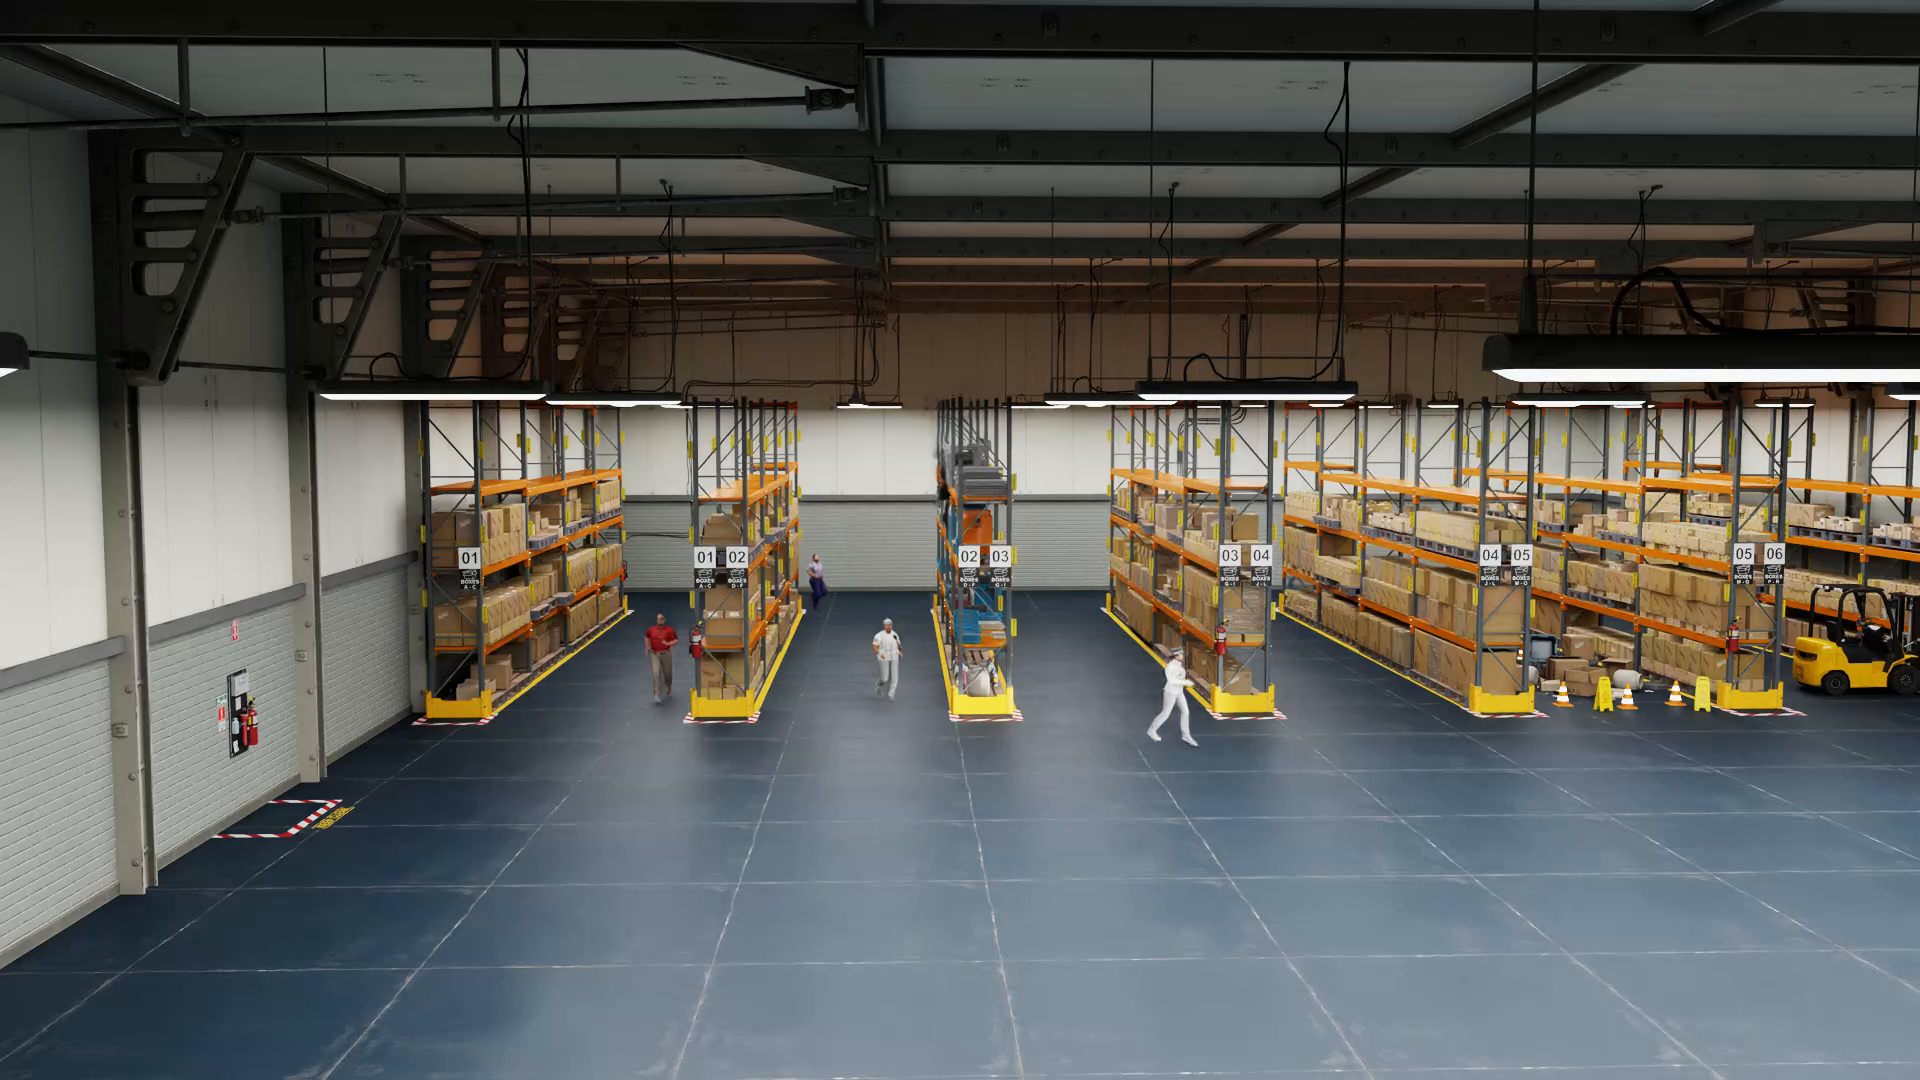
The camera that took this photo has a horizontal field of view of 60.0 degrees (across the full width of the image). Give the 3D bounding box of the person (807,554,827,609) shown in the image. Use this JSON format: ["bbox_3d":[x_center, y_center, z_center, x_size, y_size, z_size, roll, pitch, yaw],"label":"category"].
[{"bbox_3d":[-4.156,1.203,48.273,0.498,1.605,0.658,3,5,36],"label":"person"}]

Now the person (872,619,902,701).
[{"bbox_3d":[-1.427,2.374,32.991,0.605,1.601,0.578,-2,5,-23],"label":"person"}]

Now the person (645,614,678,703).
[{"bbox_3d":[-5.909,2.309,32.898,0.669,1.705,0.980,0,4,-6],"label":"person"}]

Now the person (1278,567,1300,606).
[{"bbox_3d":[9.801,1.063,49.059,0.934,1.766,0.709,-1,5,-16],"label":"person"}]

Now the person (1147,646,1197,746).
[{"bbox_3d":[3.642,2.665,28.606,0.857,1.719,0.562,2,5,29],"label":"person"}]
